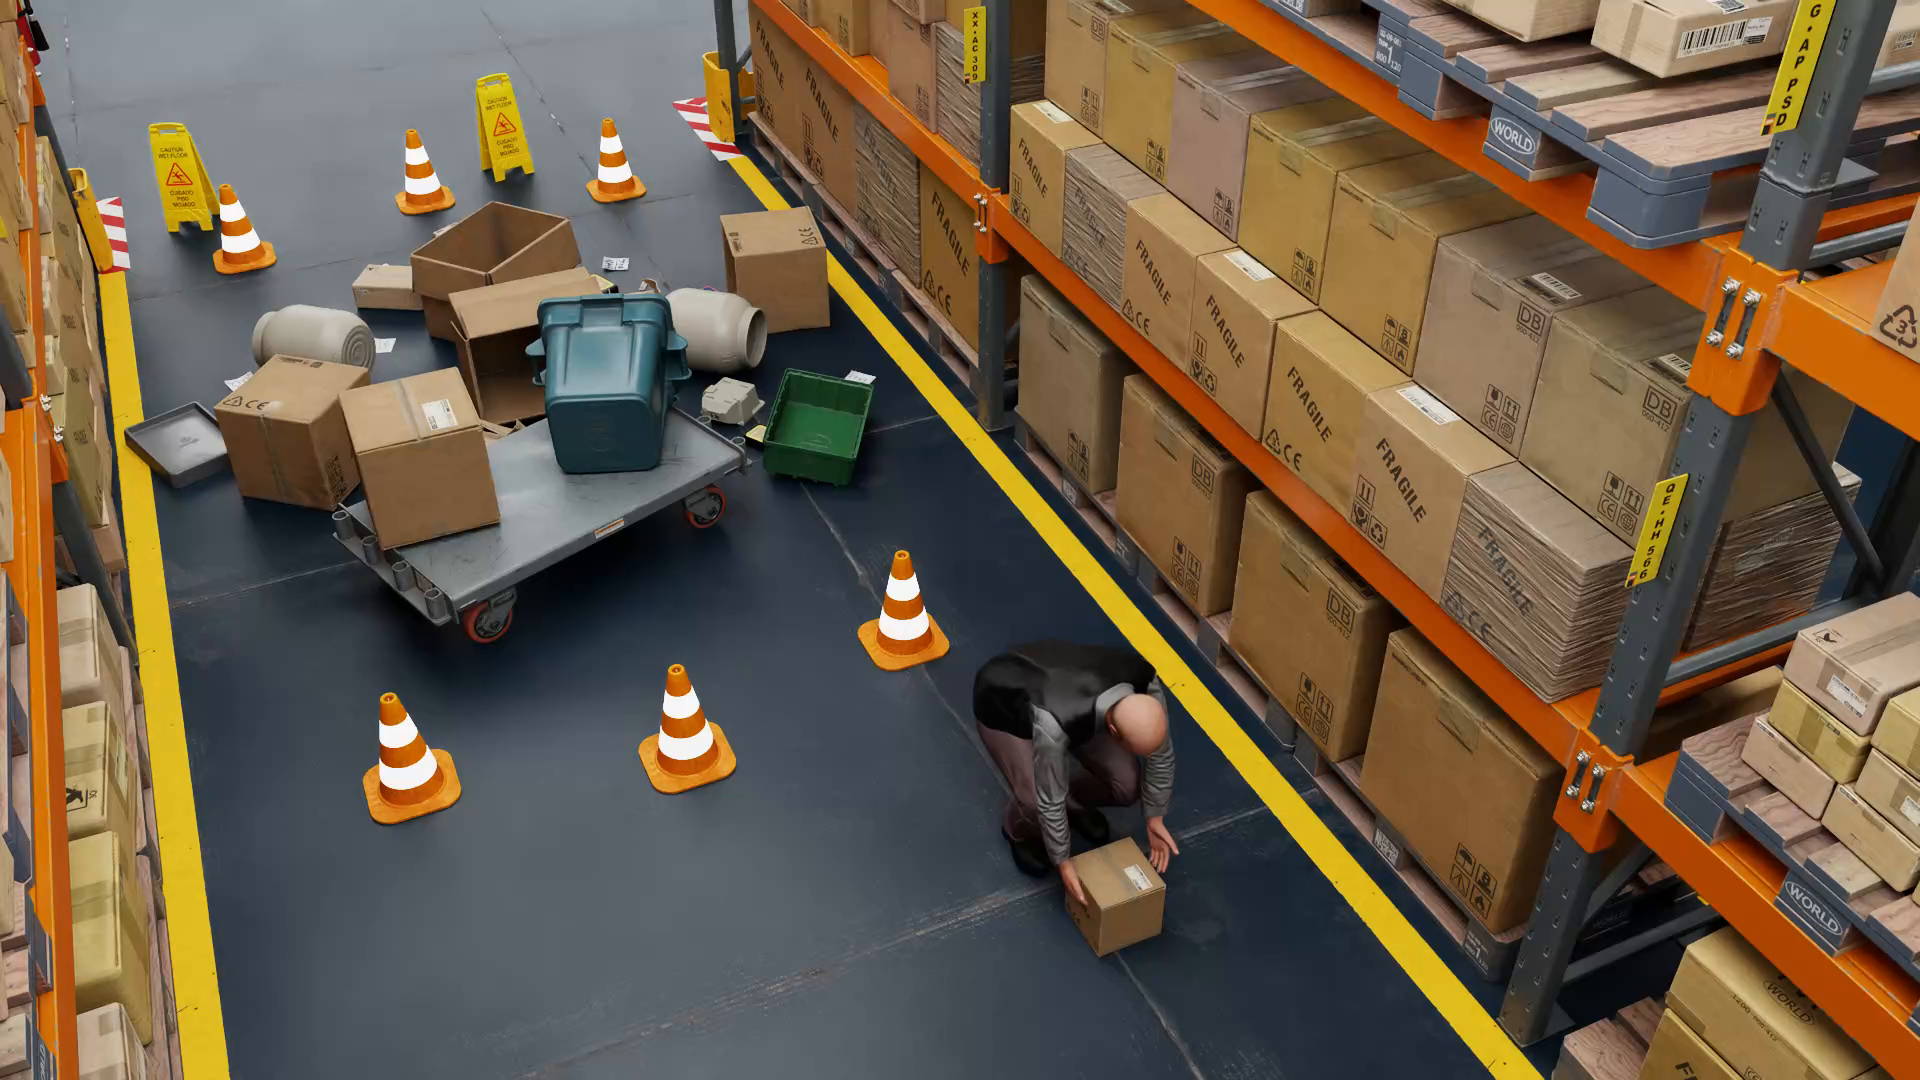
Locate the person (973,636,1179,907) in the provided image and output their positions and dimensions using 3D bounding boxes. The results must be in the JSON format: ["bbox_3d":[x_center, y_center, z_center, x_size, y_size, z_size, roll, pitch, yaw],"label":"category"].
[{"bbox_3d":[0.411,0.709,5.798,0.541,0.926,0.859,-16,40,-20],"label":"person"}]
